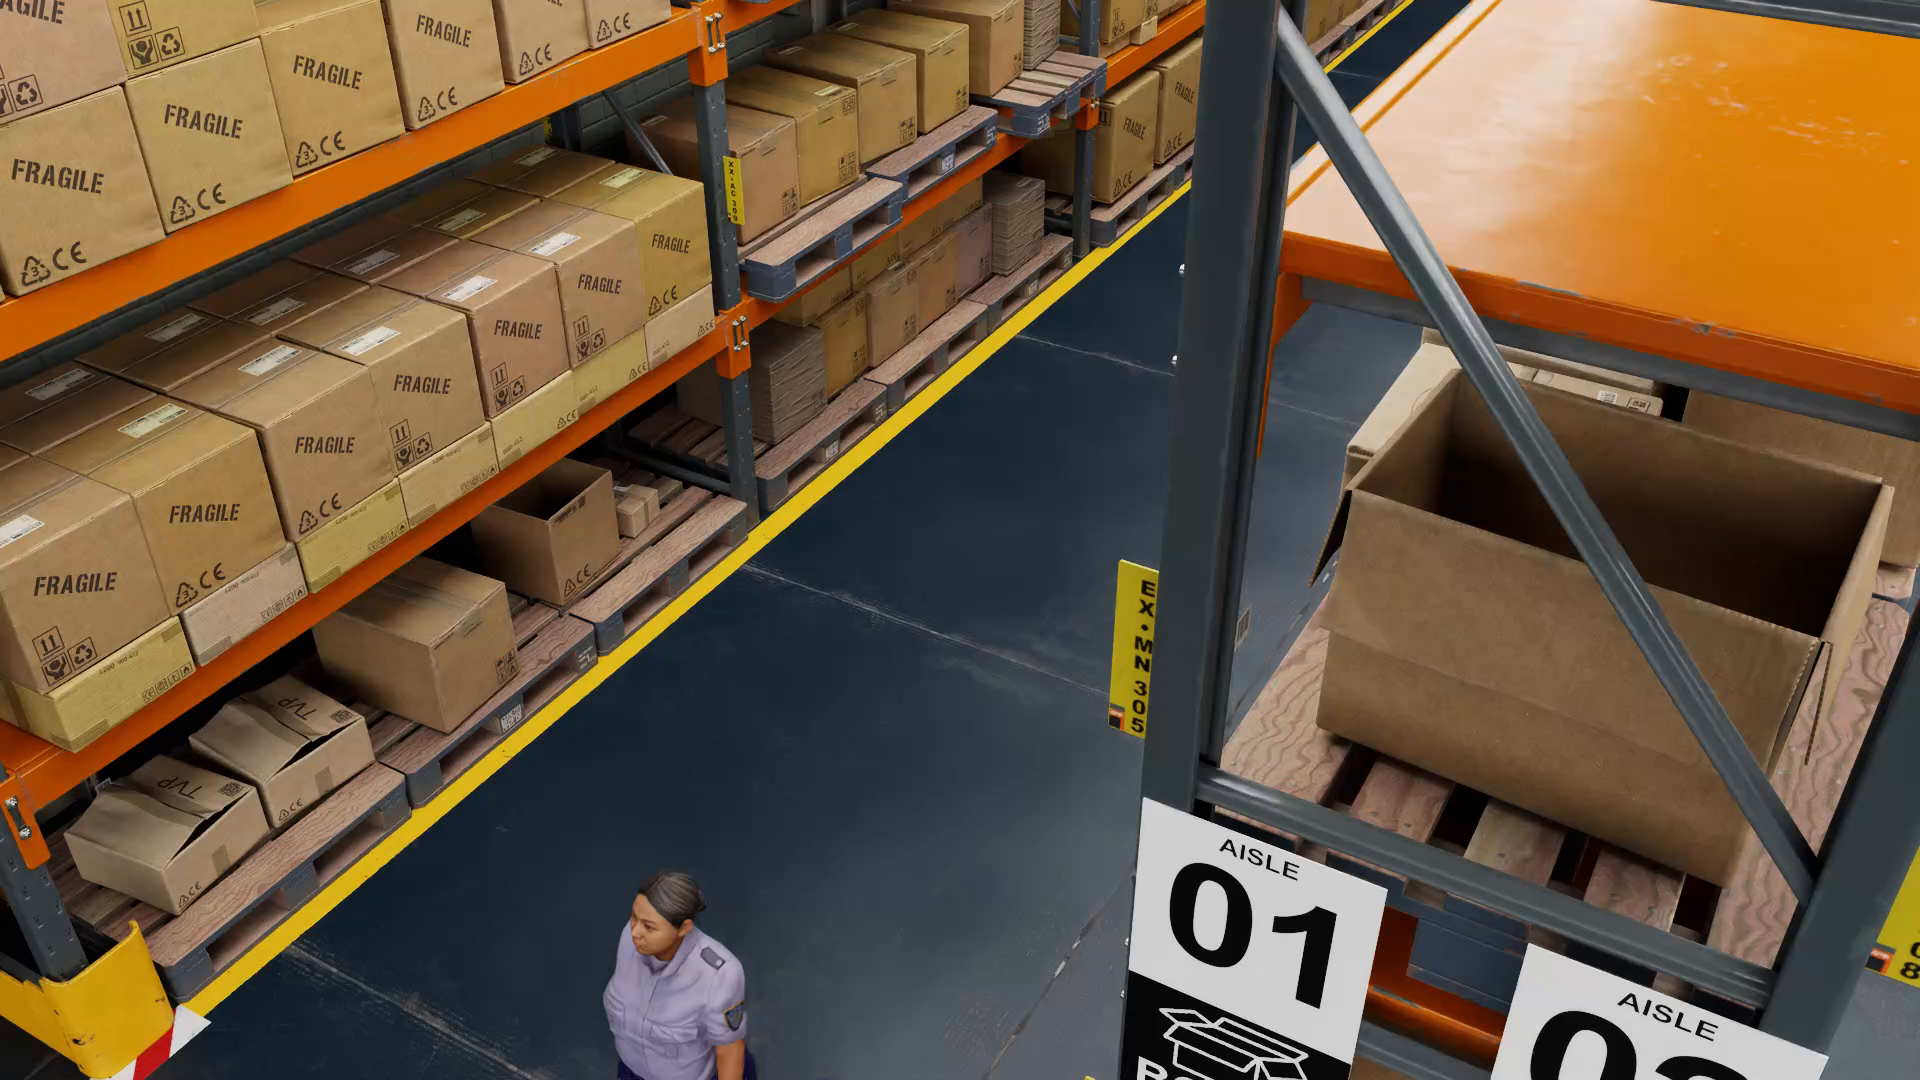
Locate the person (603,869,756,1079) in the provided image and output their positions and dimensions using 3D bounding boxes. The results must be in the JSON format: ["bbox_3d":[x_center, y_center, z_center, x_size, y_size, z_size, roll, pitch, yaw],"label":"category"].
[{"bbox_3d":[-0.811,1.606,5.047,0.470,1.598,0.885,18,38,25],"label":"person"}]
